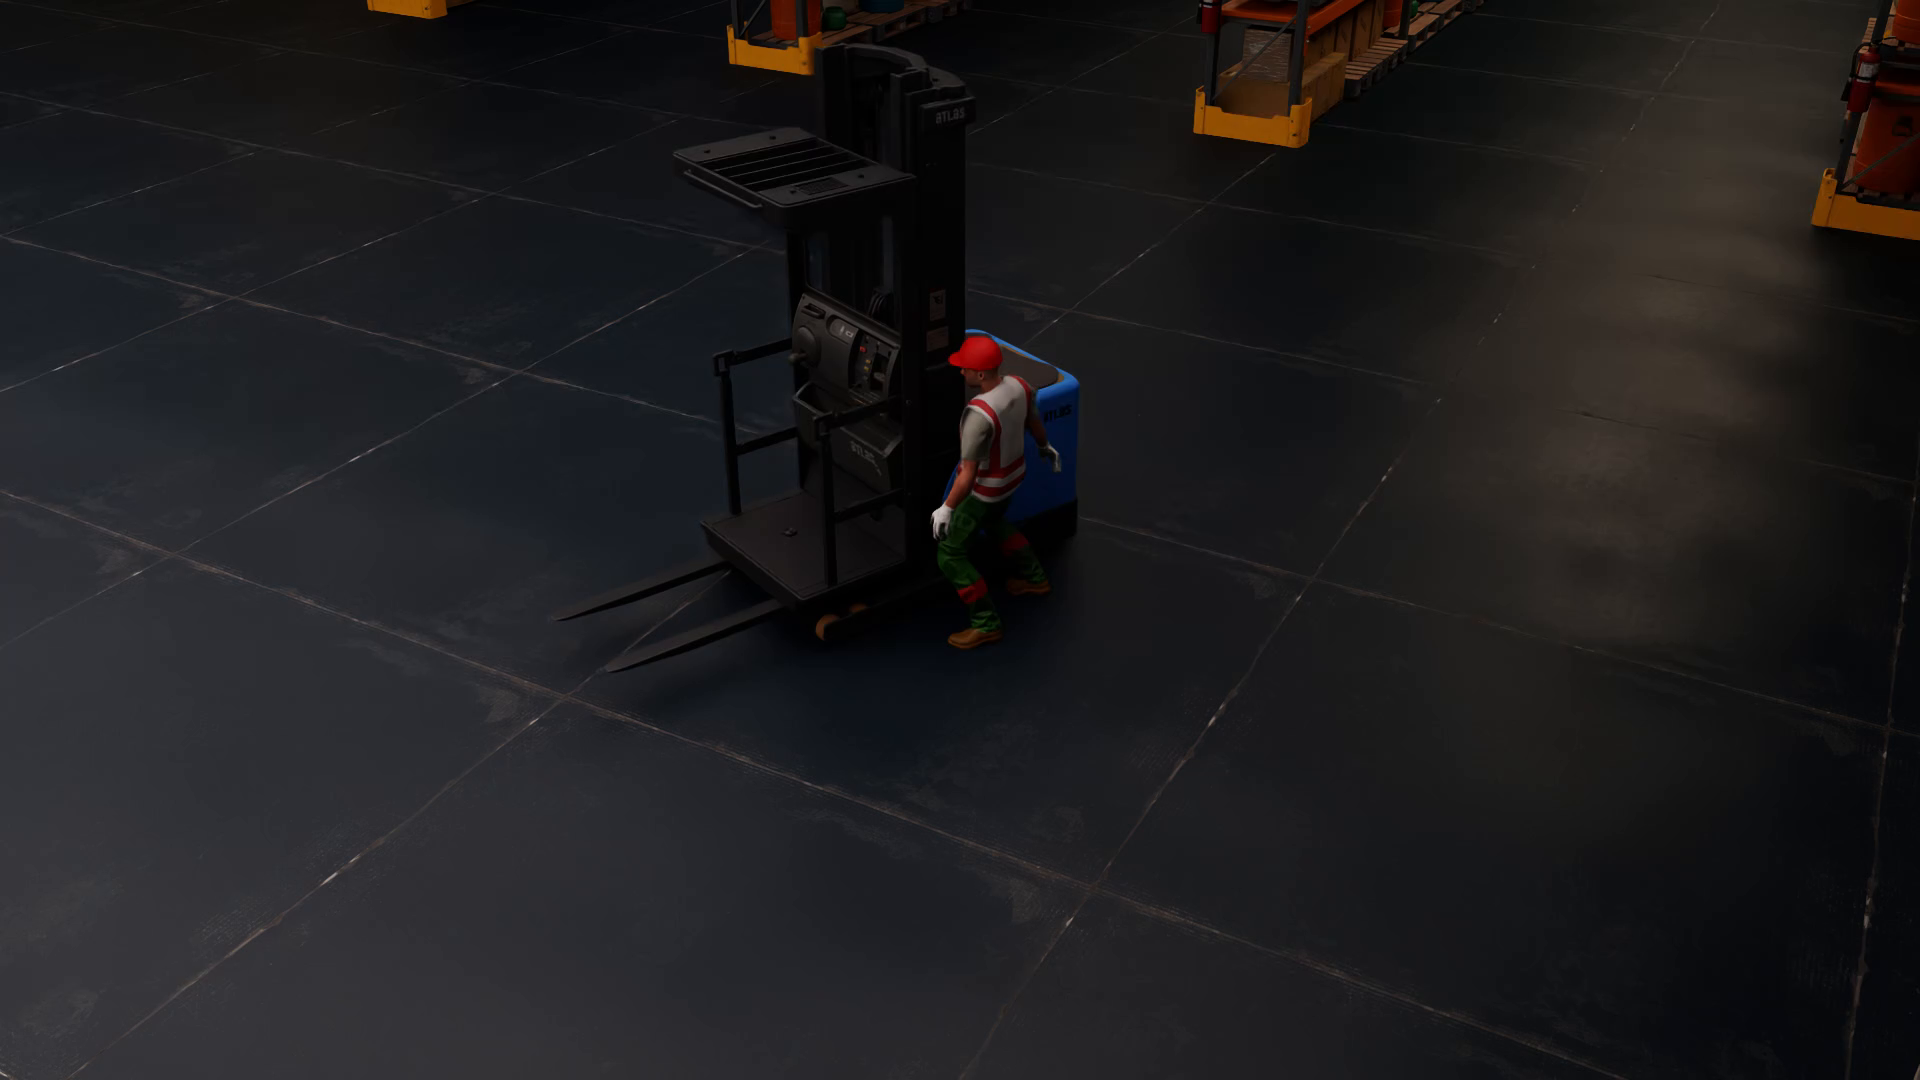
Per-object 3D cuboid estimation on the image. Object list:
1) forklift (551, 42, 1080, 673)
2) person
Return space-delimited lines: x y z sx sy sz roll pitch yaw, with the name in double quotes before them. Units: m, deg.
"forklift" -0.780 -1.001 8.804 3.031 2.935 1.130 -21 36 -32
"person" 0.191 -0.327 8.884 0.490 1.692 0.923 21 36 32
